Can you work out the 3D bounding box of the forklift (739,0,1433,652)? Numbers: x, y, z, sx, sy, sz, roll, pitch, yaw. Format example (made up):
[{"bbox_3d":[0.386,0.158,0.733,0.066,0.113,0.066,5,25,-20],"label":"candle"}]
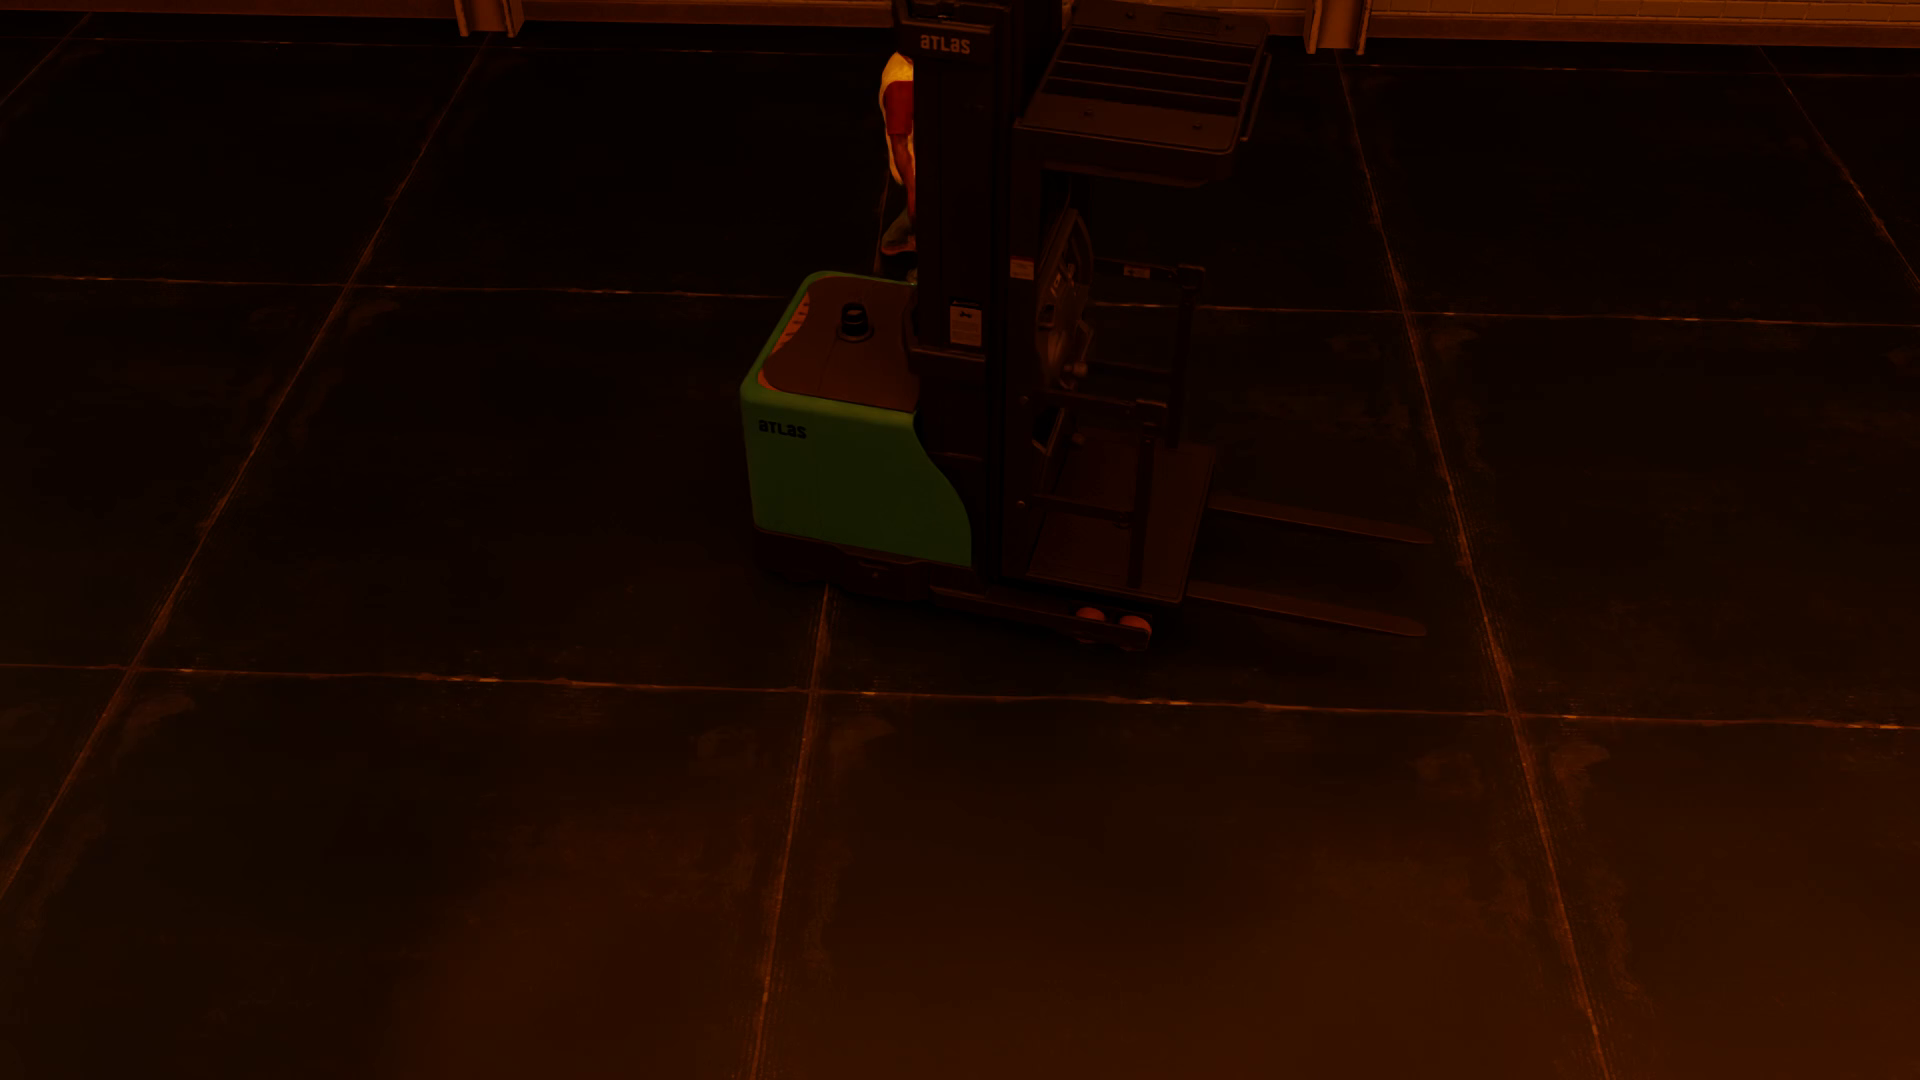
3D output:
[{"bbox_3d":[0.618,-0.986,6.822,3.031,2.935,1.130,10,43,11],"label":"forklift"}]

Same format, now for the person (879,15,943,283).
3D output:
[{"bbox_3d":[-0.171,-2.106,8.990,0.636,1.605,1.002,5,43,5],"label":"person"}]
